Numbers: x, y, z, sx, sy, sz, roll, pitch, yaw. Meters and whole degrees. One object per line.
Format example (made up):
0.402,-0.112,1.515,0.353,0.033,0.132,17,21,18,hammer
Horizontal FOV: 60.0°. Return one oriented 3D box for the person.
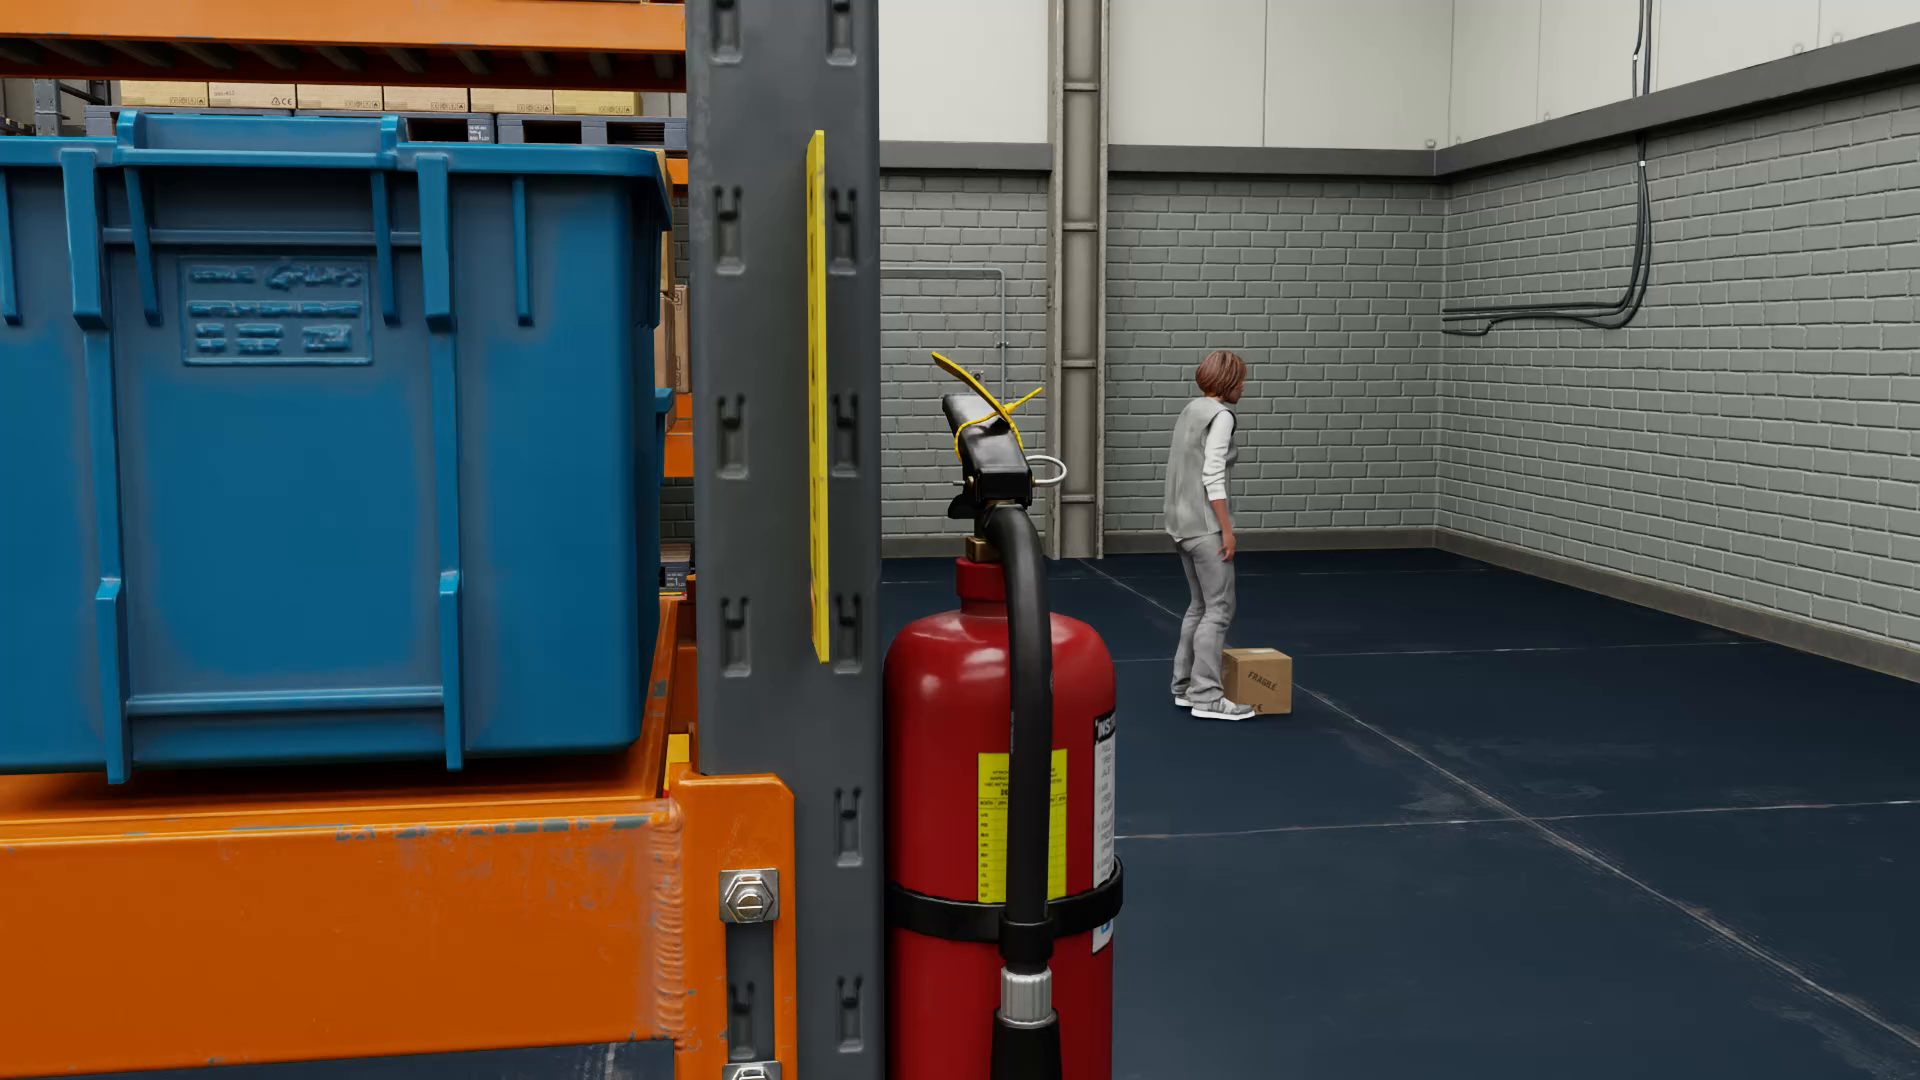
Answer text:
1.083,-0.030,7.292,0.348,1.590,0.469,-1,7,-11,person
